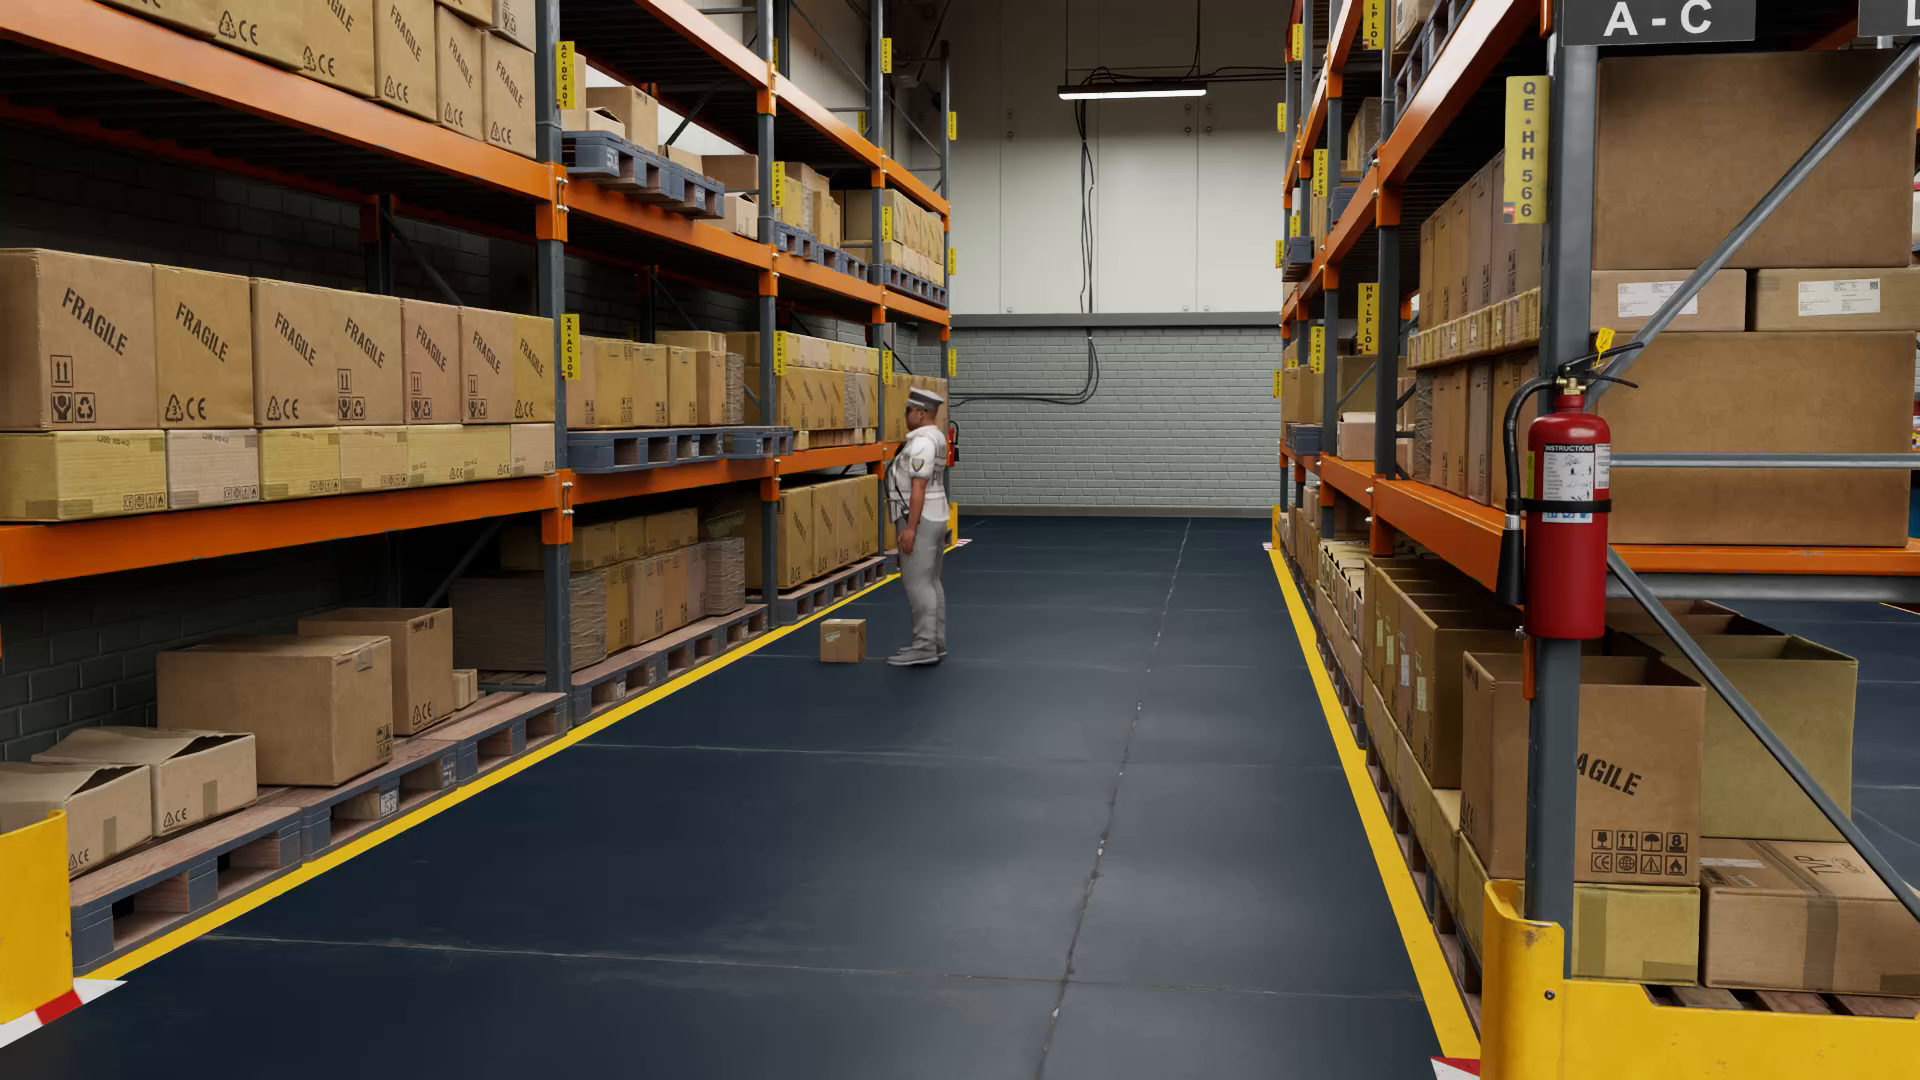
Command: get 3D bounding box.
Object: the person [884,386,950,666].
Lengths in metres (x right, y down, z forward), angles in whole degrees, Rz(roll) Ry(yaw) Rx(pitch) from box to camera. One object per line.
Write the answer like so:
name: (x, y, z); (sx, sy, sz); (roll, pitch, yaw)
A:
person: (-0.270, -0.094, 10.694); (0.395, 1.774, 0.527); (1, 4, 9)
